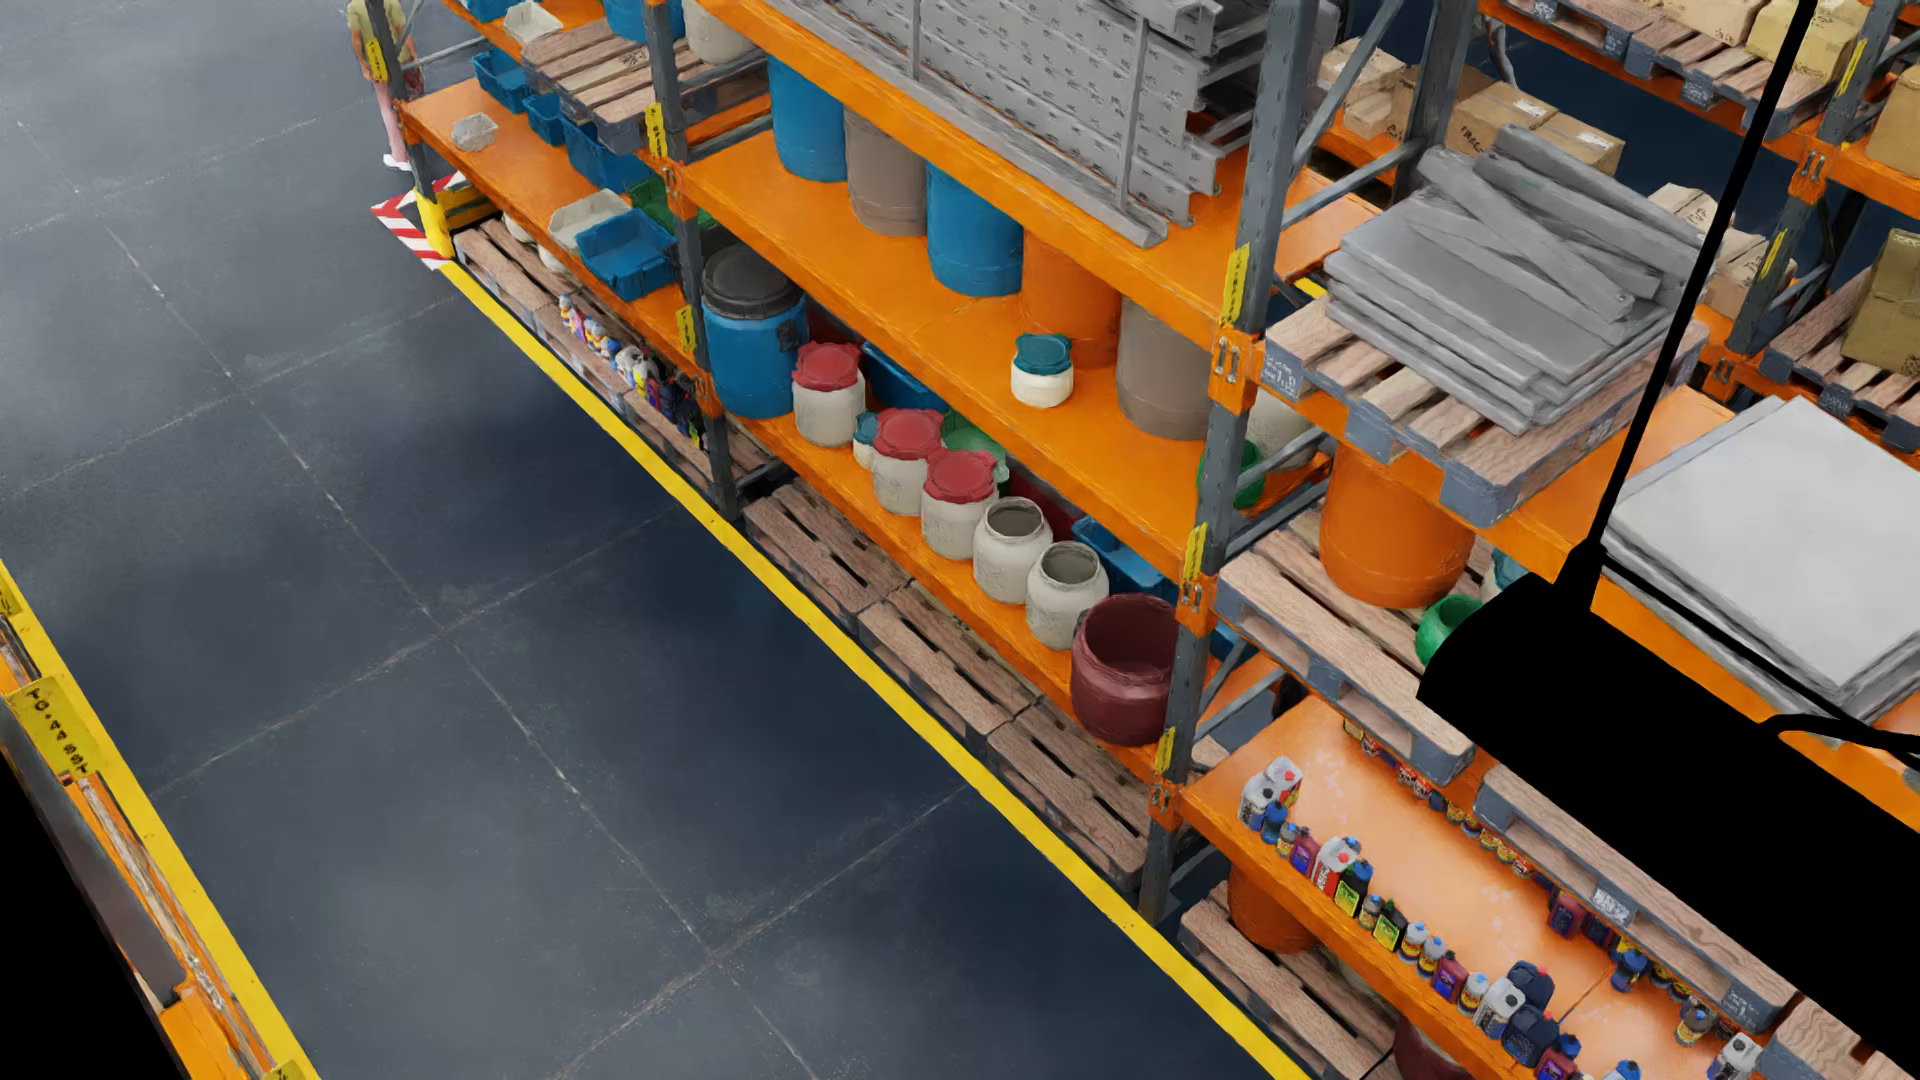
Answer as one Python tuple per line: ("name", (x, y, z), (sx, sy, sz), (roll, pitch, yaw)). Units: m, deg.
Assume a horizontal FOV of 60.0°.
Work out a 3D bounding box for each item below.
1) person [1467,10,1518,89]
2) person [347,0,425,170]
("person", (4.461, -4.440, 14.121), (0.955, 1.533, 0.412), (33, 55, 27))
("person", (-4.675, -3.933, 13.606), (0.484, 1.616, 0.957), (-13, 48, -12))
